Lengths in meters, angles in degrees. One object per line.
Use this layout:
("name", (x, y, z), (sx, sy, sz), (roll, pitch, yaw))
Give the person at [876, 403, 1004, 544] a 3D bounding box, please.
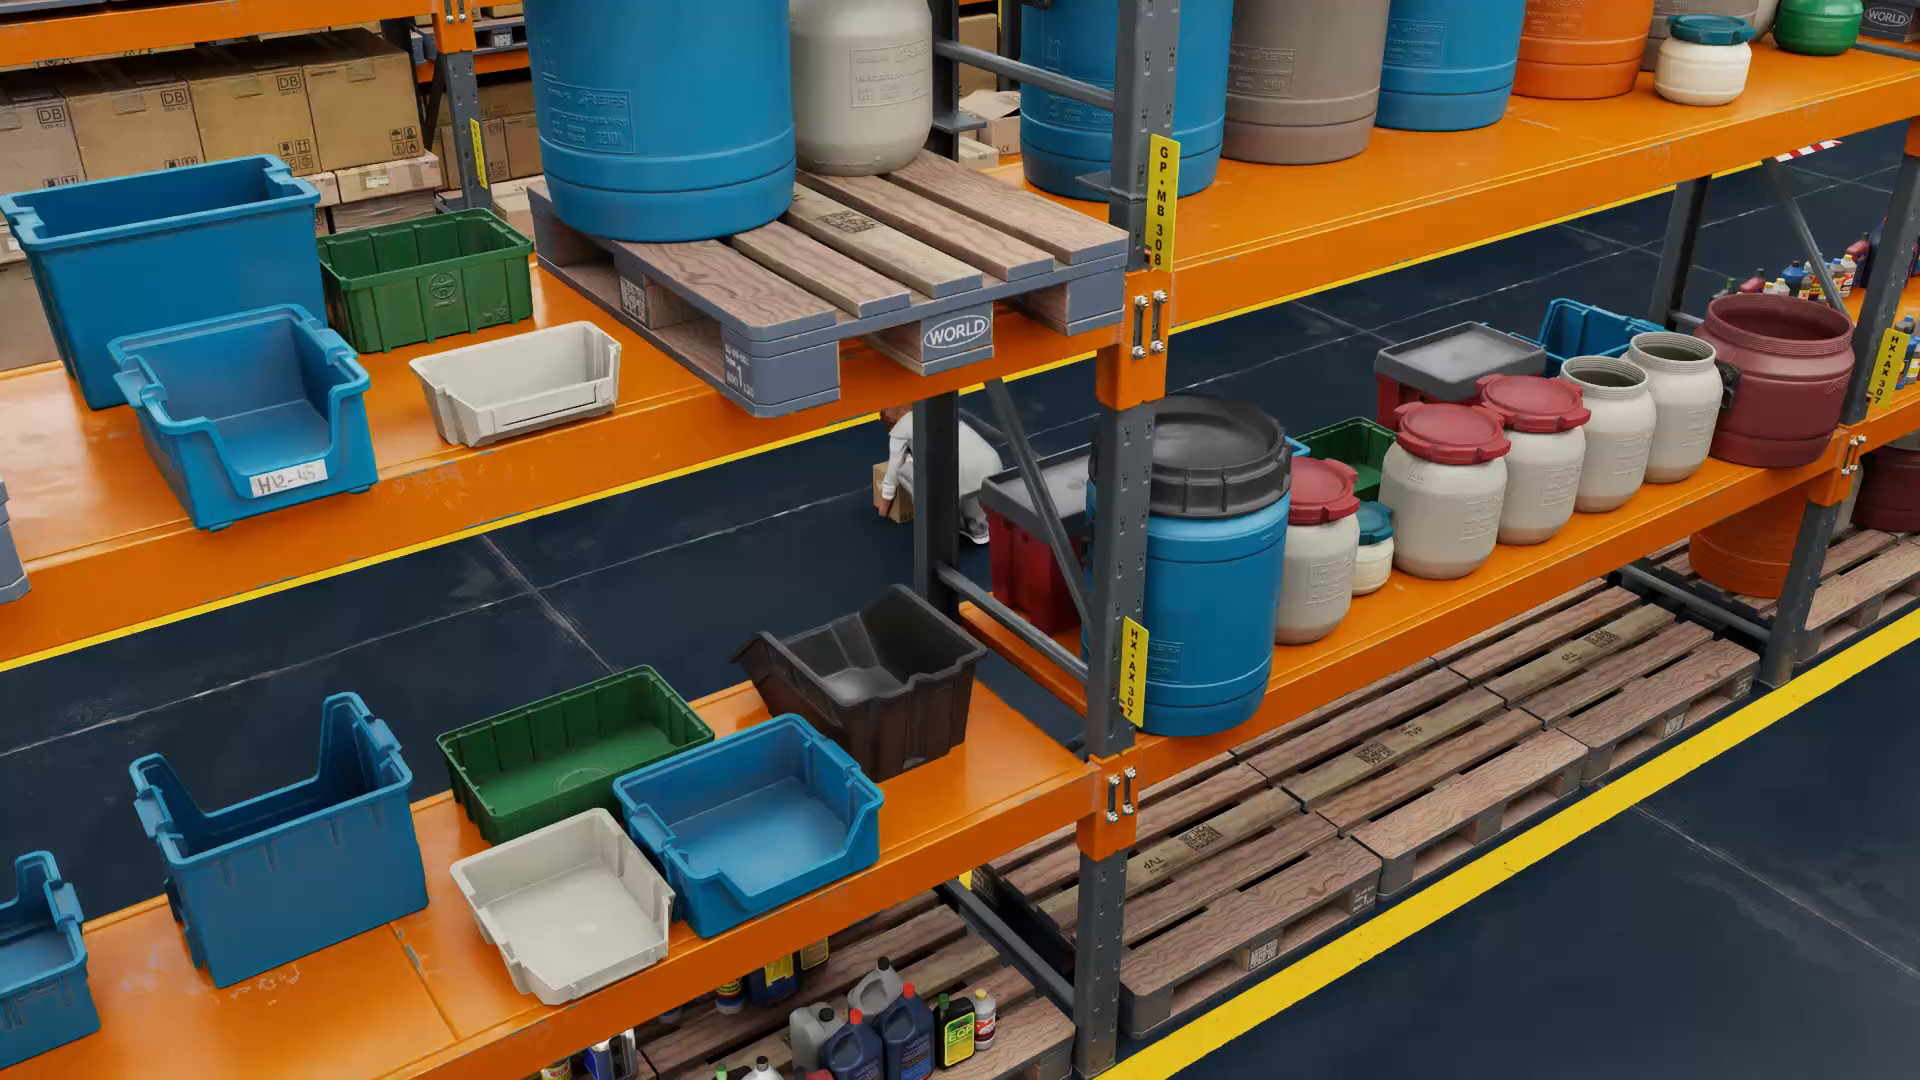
("person", (-0.115, -0.328, 8.711), (0.422, 0.699, 0.854), (-20, 35, -31))
